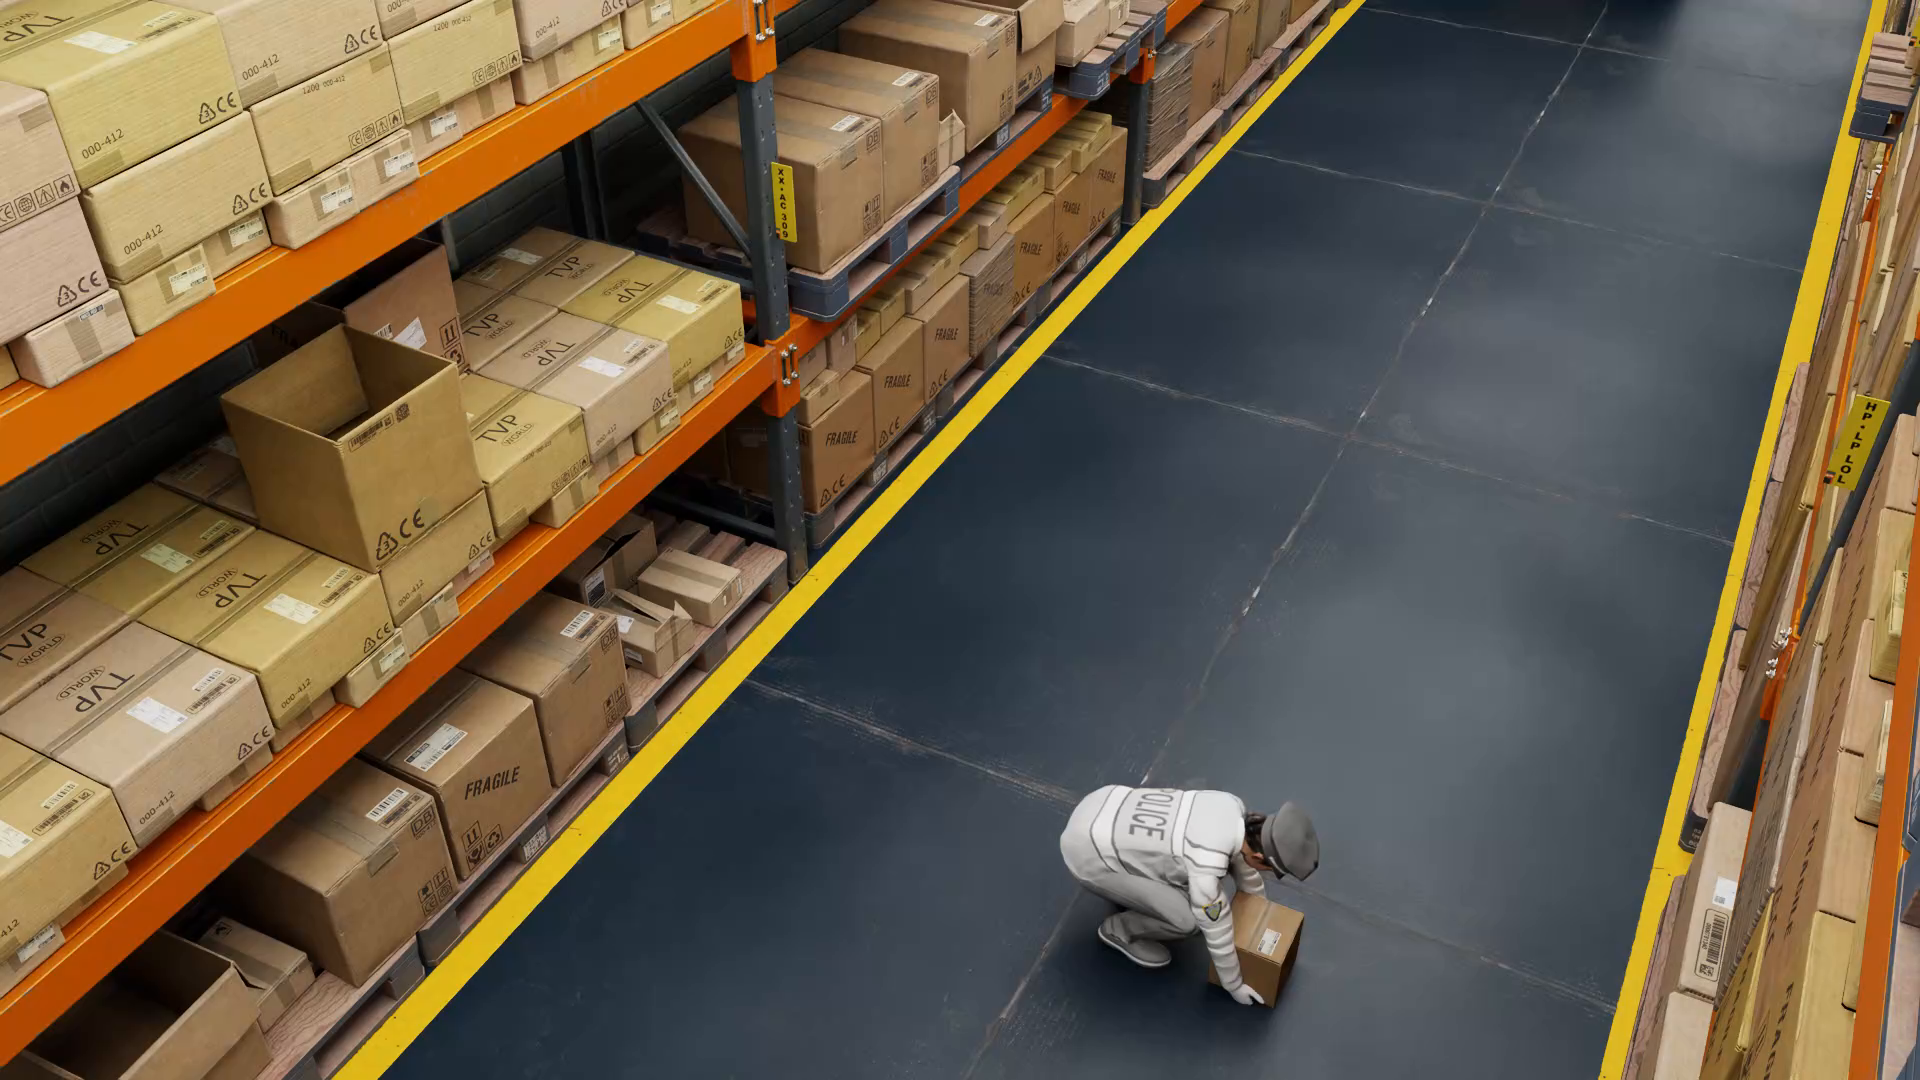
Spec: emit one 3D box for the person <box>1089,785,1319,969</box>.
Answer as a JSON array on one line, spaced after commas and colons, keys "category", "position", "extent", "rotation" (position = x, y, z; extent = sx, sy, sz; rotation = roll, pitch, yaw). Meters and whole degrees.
[{"category": "person", "position": [0.857, 1.177, 5.879], "extent": [0.772, 0.784, 0.409], "rotation": [17, 41, 21]}]
